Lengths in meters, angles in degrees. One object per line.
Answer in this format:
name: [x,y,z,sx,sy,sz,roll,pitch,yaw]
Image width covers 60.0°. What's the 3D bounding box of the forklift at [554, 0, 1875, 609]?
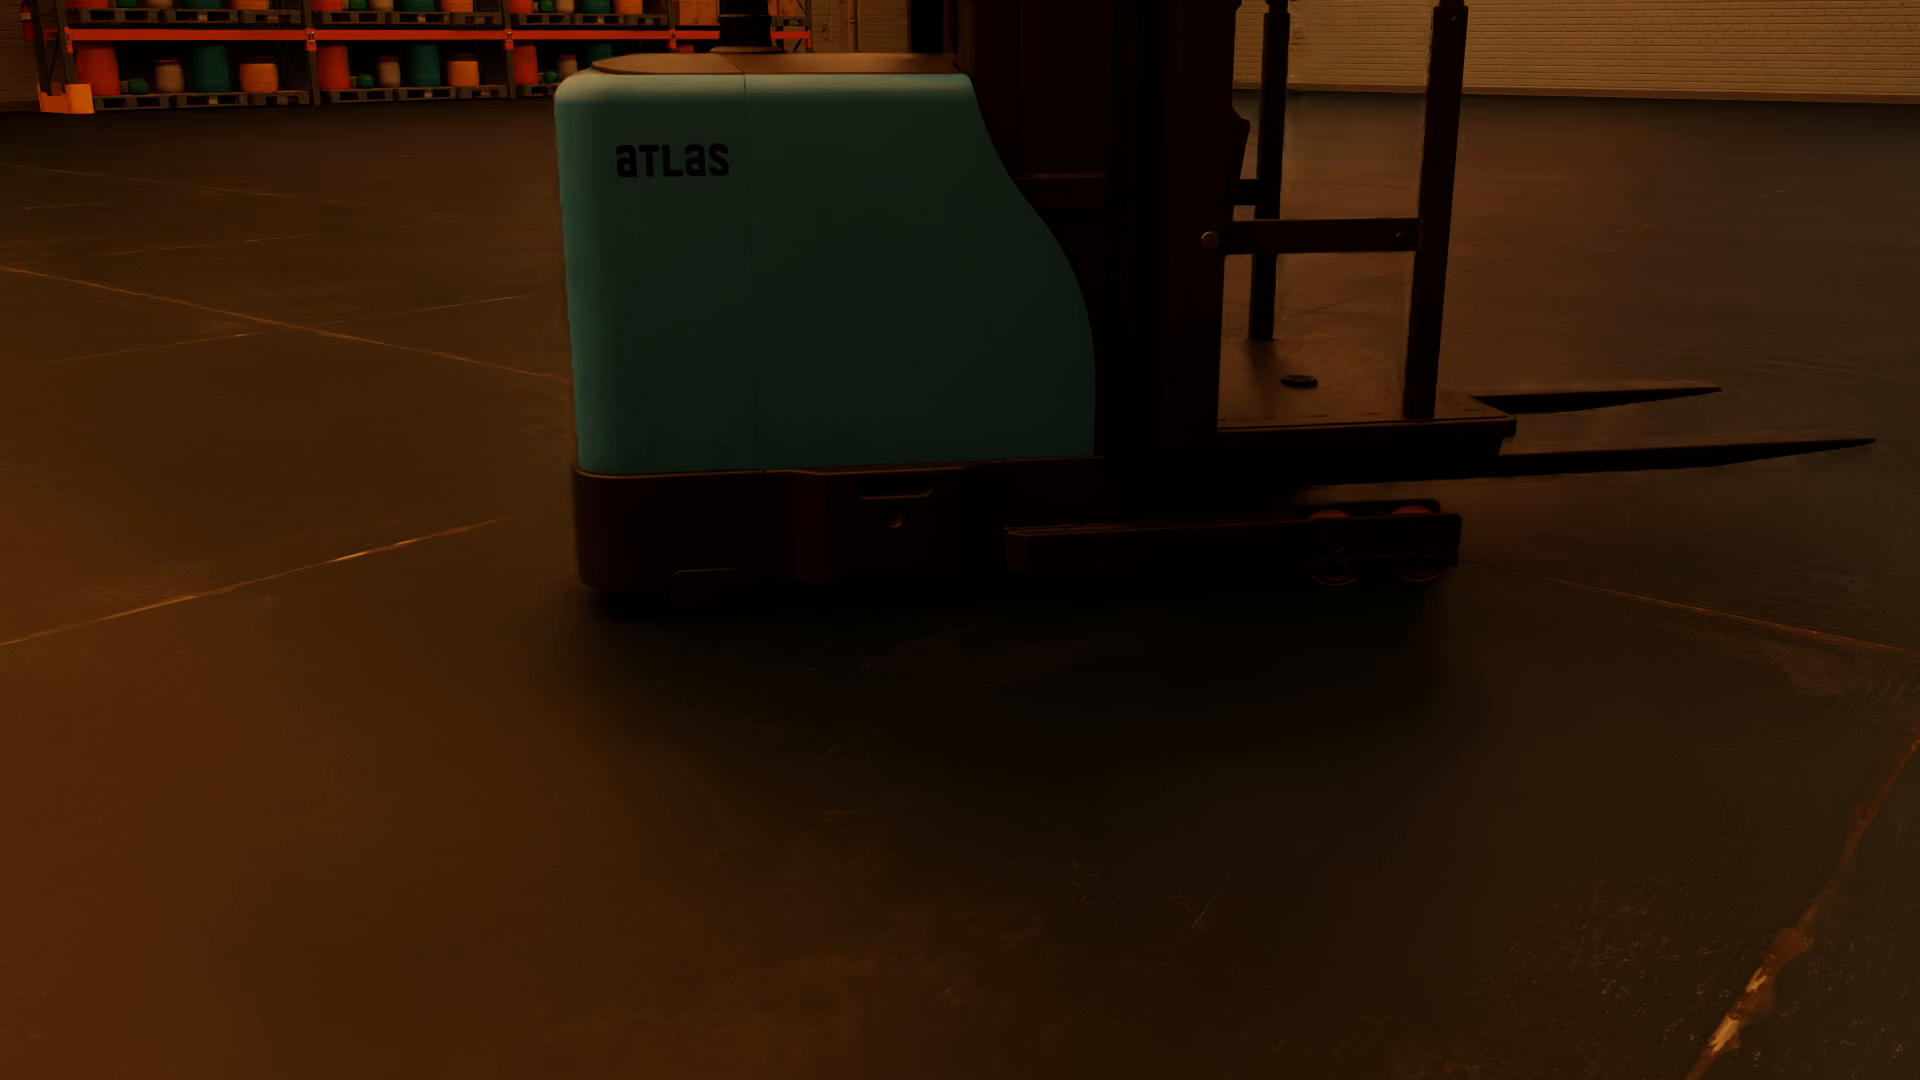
forklift: [0.637,-1.449,3.668,3.031,2.935,1.130,-3,17,-9]
